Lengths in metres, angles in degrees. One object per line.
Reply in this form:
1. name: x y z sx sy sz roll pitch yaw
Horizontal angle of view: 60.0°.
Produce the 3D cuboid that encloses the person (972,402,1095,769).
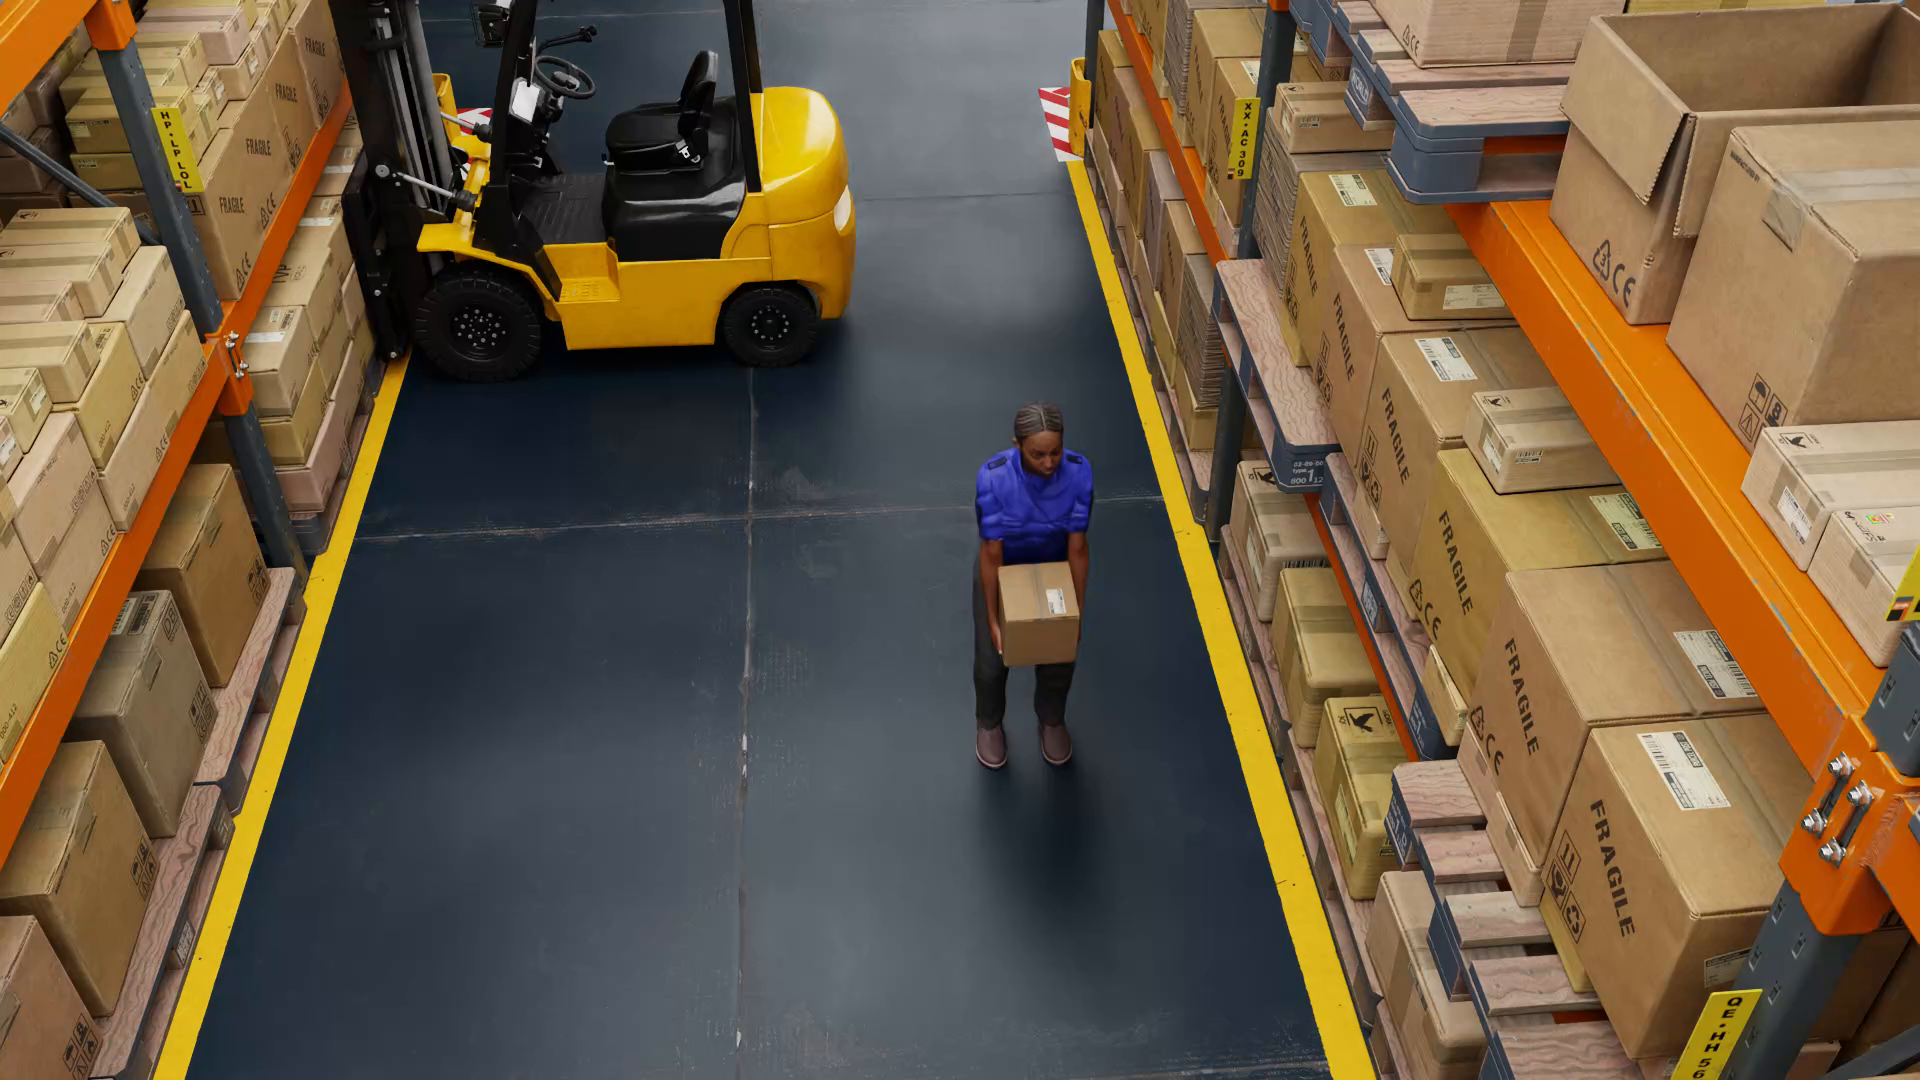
1. person: 0.257 0.199 5.933 0.412 1.647 0.531 -4 40 -5
